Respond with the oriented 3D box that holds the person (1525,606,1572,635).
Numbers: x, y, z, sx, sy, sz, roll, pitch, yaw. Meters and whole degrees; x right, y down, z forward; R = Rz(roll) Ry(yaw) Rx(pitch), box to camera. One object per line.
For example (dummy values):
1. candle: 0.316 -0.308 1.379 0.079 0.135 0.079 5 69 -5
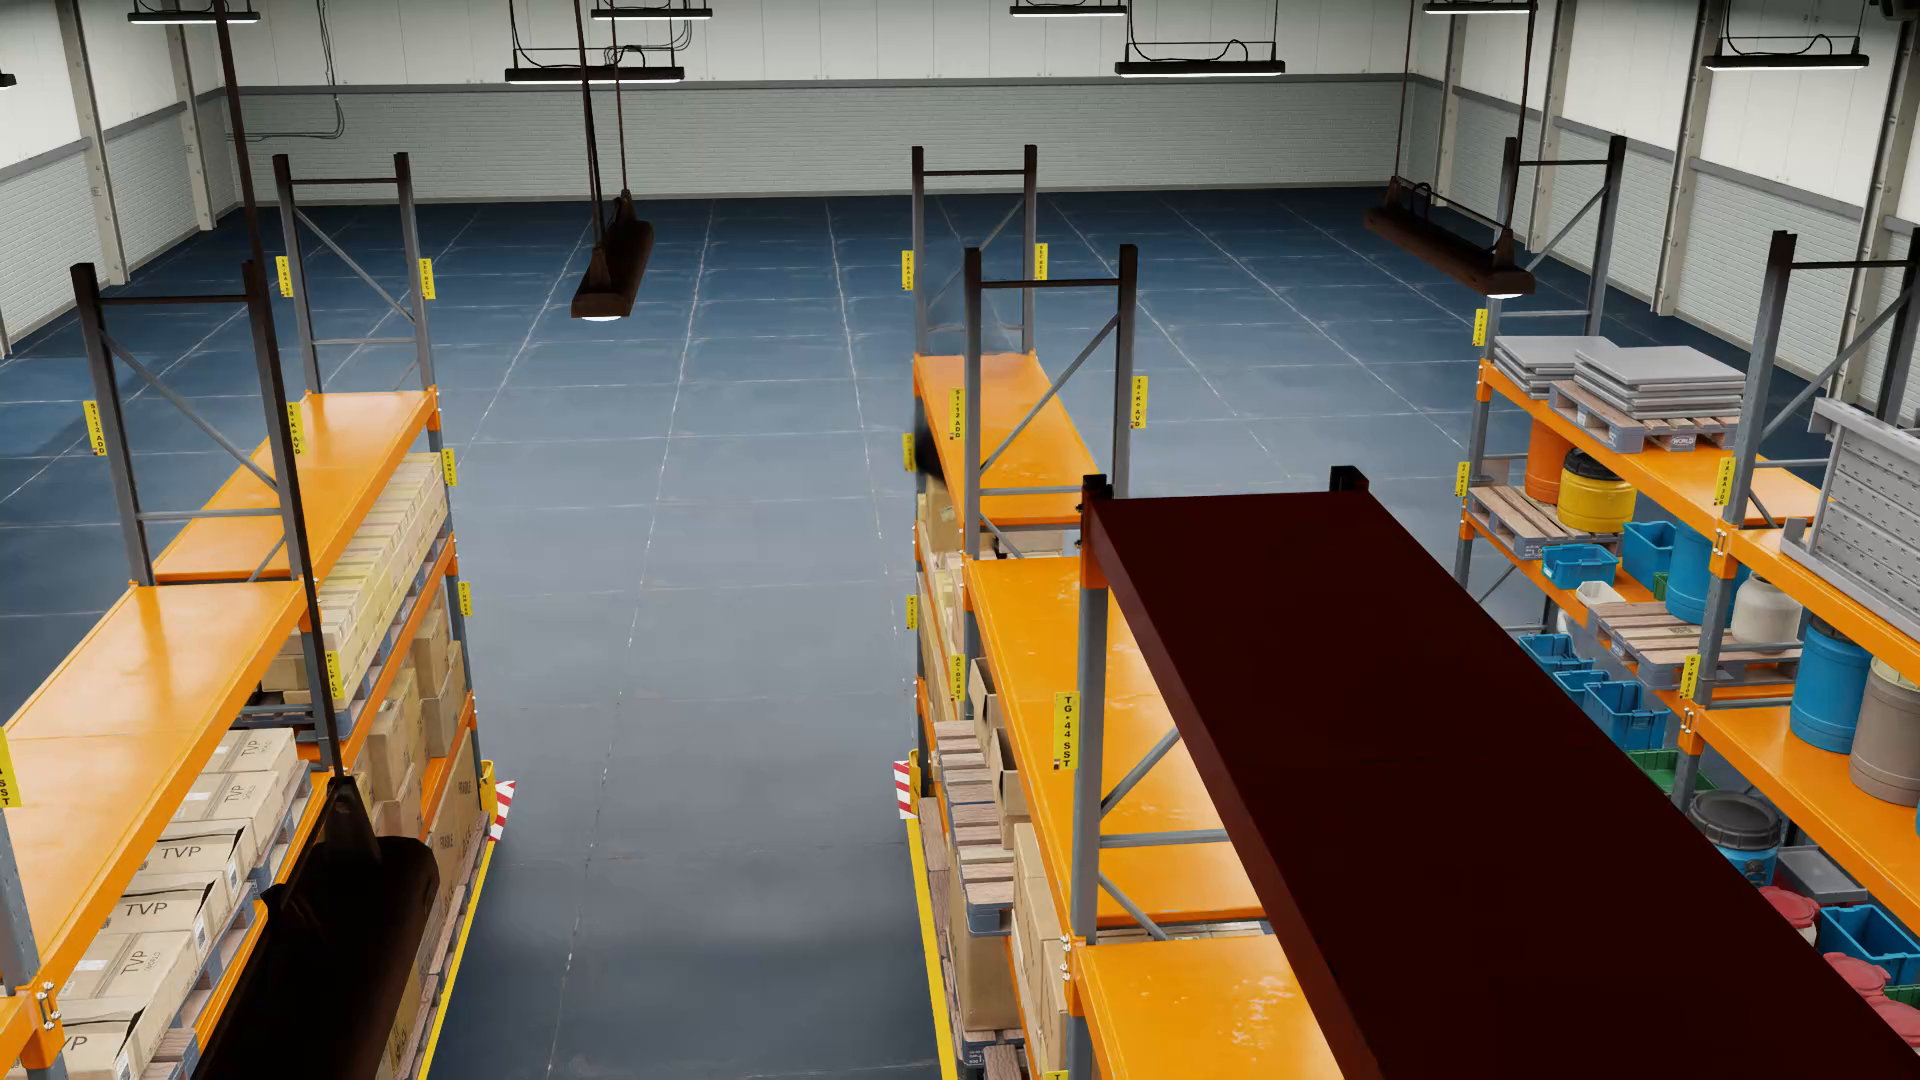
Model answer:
1. person: 5.867 1.162 16.573 0.637 1.589 0.562 18 28 38
